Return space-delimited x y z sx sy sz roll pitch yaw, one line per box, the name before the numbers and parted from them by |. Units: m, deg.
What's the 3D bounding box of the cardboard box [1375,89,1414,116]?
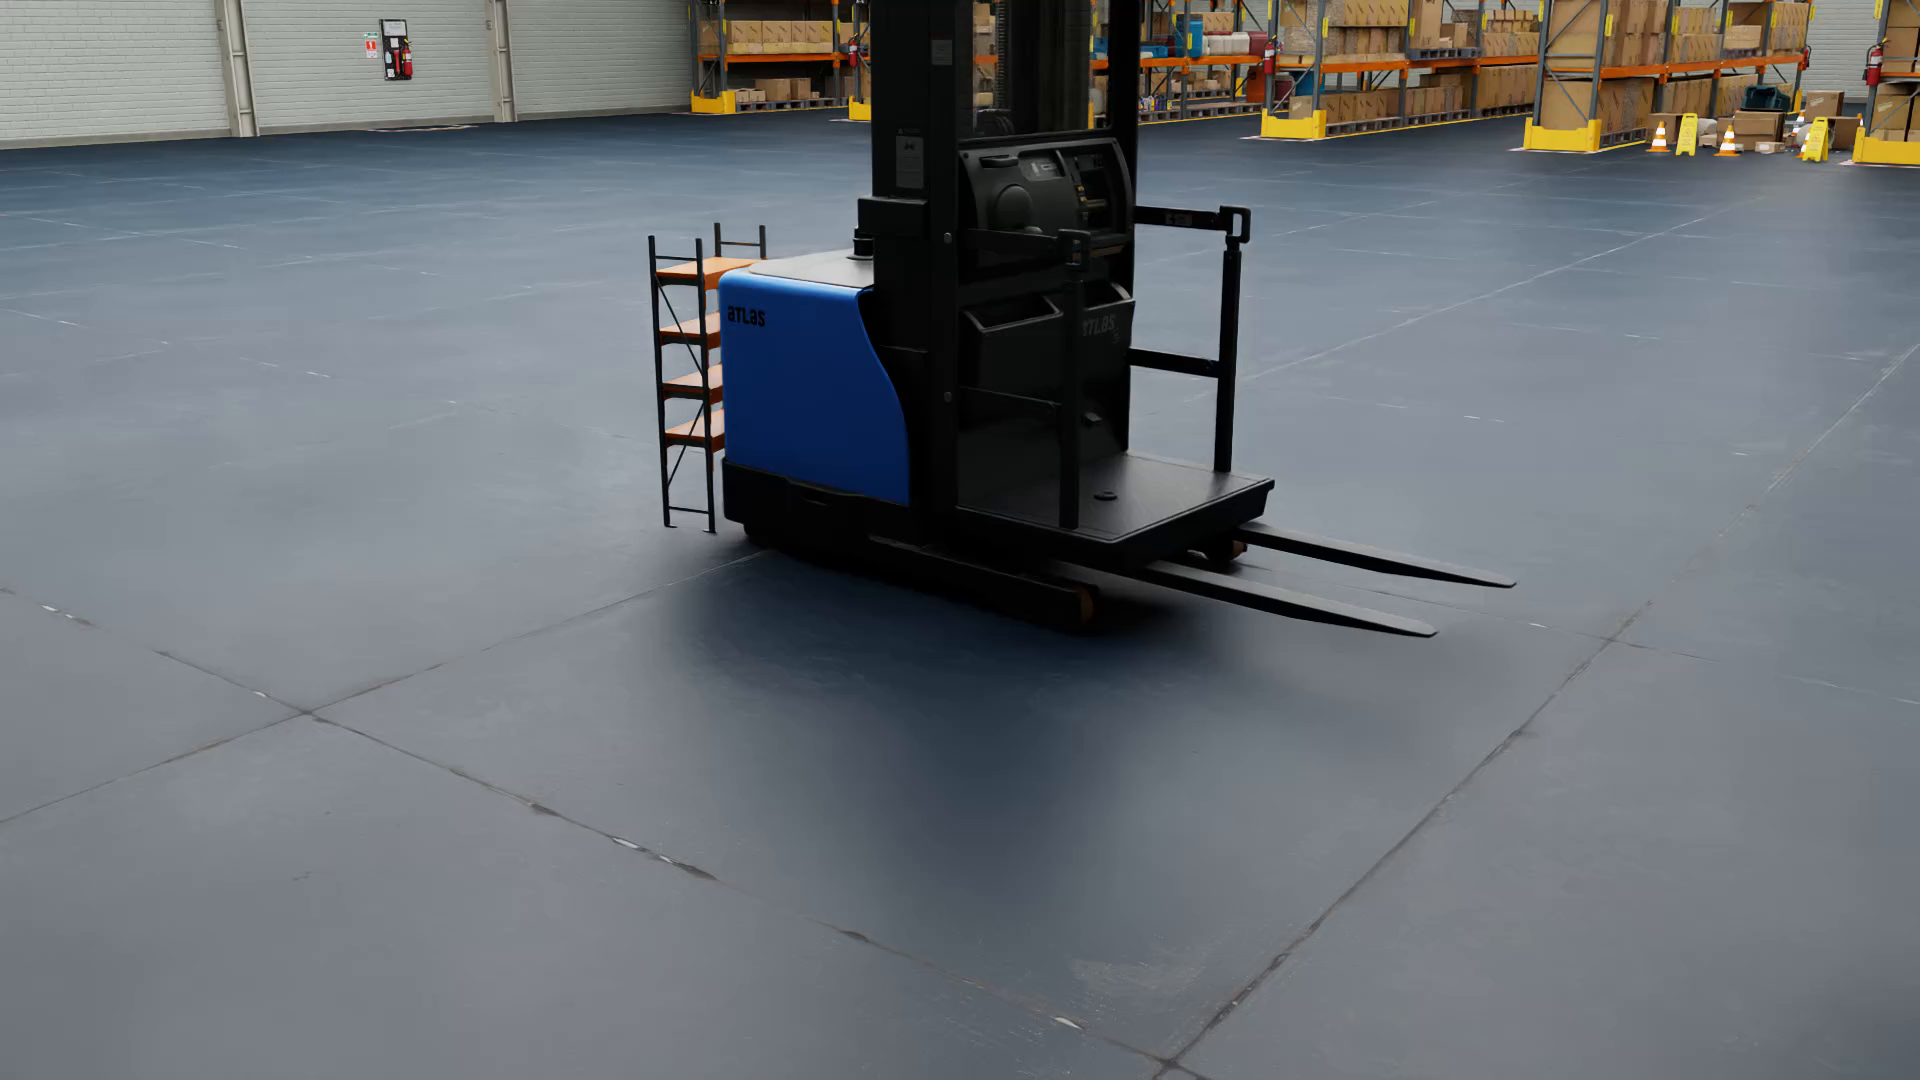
cardboard box | 8.856 -8.955 33.994 0.700 0.500 0.500 11 20 31

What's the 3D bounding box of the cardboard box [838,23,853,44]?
cardboard box | -3.130 -12.795 41.977 0.700 0.500 0.500 12 21 35

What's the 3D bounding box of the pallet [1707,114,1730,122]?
pallet | 15.246 -8.702 34.410 1.003 0.211 1.213 12 21 35

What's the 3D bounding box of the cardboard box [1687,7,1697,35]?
cardboard box | 13.596 -9.903 31.721 0.700 0.500 0.500 12 21 34

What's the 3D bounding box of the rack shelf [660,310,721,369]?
rack shelf | -1.021 -0.833 6.875 0.258 0.148 0.480 7 19 23

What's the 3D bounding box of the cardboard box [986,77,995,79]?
cardboard box | 0.836 -10.975 40.009 0.500 0.311 0.500 13 22 36

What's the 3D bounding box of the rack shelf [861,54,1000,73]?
rack shelf | -0.672 -10.727 37.443 1.077 0.370 4.000 12 21 35

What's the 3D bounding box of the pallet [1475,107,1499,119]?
pallet | 11.387 -9.591 37.273 1.003 0.211 1.213 12 21 35

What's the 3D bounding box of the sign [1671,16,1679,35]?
sign | 12.843 -9.249 29.875 0.100 0.325 0.005 12 21 35

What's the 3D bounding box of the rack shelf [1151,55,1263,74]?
rack shelf | 5.687 -10.804 37.689 1.077 0.370 4.000 12 21 35

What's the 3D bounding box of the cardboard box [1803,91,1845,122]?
cardboard box | 14.984 -7.520 28.839 0.500 0.500 0.500 12 21 35

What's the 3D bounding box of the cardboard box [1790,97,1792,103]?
cardboard box | 19.328 -10.351 39.117 0.380 0.149 0.250 13 22 36

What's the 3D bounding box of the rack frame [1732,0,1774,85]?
rack frame | 17.163 -10.801 36.466 1.000 3.000 0.127 12 21 35

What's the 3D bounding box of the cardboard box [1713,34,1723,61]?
cardboard box | 14.727 -9.741 32.885 0.500 0.500 0.500 12 21 35

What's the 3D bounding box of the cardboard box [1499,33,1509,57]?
cardboard box | 11.972 -11.110 37.293 0.500 0.500 0.500 12 21 34

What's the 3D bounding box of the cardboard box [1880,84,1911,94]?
cardboard box | 14.481 -6.983 25.744 0.380 0.149 0.250 13 22 36

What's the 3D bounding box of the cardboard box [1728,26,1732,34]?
cardboard box | 15.518 -10.411 33.922 0.380 0.149 0.250 12 21 34

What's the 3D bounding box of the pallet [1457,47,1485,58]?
pallet | 10.517 -10.468 35.719 1.213 0.211 1.003 12 21 35

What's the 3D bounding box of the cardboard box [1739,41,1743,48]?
cardboard box | 16.153 -10.377 34.818 0.380 0.149 0.250 12 21 33

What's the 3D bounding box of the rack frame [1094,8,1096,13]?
rack frame | 3.689 -15.280 50.889 1.000 3.000 0.127 12 21 35

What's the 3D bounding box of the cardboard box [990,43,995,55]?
cardboard box | 0.778 -11.600 39.295 0.500 0.250 0.500 14 22 38

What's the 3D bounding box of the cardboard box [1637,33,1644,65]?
cardboard box | 11.460 -8.634 29.236 0.875 0.550 0.550 12 21 35

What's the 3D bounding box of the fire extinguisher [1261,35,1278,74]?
fire extinguisher | 5.651 -8.860 30.348 0.296 0.674 0.183 12 21 35

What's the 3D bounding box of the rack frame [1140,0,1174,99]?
rack frame | 5.286 -13.453 45.006 1.000 3.000 0.127 12 21 35

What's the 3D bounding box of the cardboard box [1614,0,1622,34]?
cardboard box | 10.519 -8.759 27.817 0.875 0.550 0.550 12 21 35

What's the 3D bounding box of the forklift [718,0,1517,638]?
forklift | 0.485 -1.259 5.857 3.031 2.935 1.130 14 22 38

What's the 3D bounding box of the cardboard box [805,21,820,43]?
cardboard box | -3.787 -12.431 40.669 0.500 0.500 0.500 12 21 34

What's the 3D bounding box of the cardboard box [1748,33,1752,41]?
cardboard box | 16.619 -10.706 35.376 0.380 0.149 0.250 12 21 33

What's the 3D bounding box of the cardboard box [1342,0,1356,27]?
cardboard box | 6.940 -9.711 30.601 0.500 0.500 0.500 12 21 35

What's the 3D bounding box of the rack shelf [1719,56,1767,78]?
rack shelf | 15.971 -9.981 35.039 1.077 0.370 4.000 12 21 35

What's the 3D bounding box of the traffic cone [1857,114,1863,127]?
traffic cone | 16.046 -7.376 29.715 0.336 0.463 0.334 12 21 35

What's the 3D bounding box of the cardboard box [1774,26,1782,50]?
cardboard box | 17.949 -11.183 37.027 0.500 0.500 0.500 12 21 35

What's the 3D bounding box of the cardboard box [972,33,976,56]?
cardboard box | -0.049 -11.361 38.103 0.700 0.500 0.500 12 21 34

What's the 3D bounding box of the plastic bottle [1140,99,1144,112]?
plastic bottle | 3.827 -9.156 35.028 0.097 0.271 0.097 0 17 0

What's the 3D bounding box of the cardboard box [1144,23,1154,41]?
cardboard box | 4.824 -13.628 44.692 0.700 0.500 0.500 5 18 16

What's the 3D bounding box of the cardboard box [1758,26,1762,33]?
cardboard box | 17.081 -11.035 35.934 0.380 0.149 0.250 14 22 37

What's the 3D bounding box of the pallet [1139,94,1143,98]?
pallet | 4.105 -11.629 43.834 1.003 0.211 1.213 12 21 35

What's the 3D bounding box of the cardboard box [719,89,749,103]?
cardboard box | -5.360 -10.544 39.431 0.500 0.311 0.500 10 20 29

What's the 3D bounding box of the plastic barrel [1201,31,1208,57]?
plastic barrel | 5.242 -10.925 36.637 0.433 0.535 0.433 0 17 0

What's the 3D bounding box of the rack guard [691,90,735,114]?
rack guard | -5.799 -10.293 39.047 1.175 0.500 0.348 12 21 35

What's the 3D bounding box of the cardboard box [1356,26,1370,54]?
cardboard box | 7.281 -9.528 31.697 0.875 0.500 0.500 12 21 35

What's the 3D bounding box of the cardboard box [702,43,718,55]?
cardboard box | -5.722 -11.552 39.106 0.500 0.250 0.500 13 21 35

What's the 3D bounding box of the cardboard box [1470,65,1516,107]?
cardboard box | 11.822 -10.306 37.747 1.225 0.875 0.875 12 21 35

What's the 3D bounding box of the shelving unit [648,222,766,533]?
shelving unit | -1.021 -0.683 6.921 0.258 1.200 0.503 7 19 23

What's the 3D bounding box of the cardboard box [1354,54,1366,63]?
cardboard box | 7.423 -9.089 31.378 0.380 0.149 0.250 12 21 35
